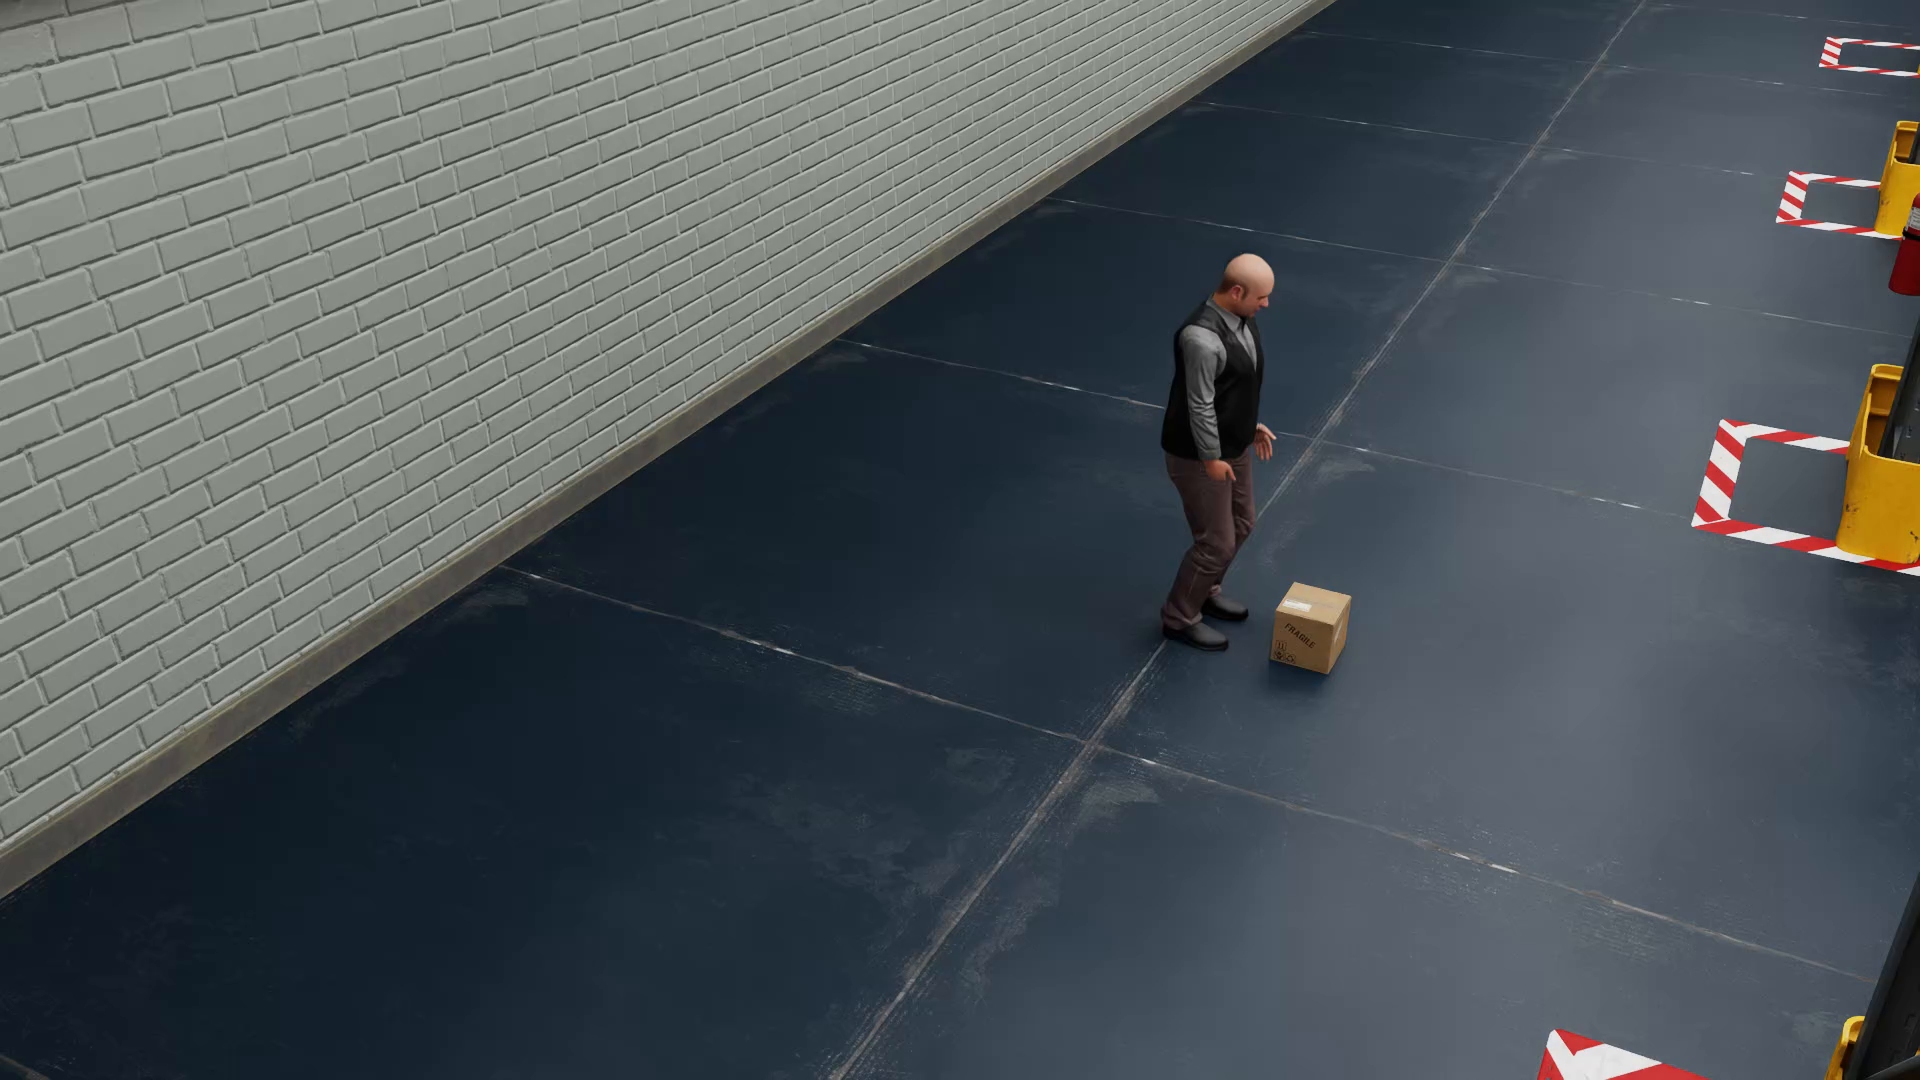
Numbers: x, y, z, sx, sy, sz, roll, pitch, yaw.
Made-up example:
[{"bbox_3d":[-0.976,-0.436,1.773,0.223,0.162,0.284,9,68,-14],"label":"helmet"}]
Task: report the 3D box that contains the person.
[{"bbox_3d":[1.052,-0.380,6.856,0.390,1.693,0.549,15,33,24],"label":"person"}]
